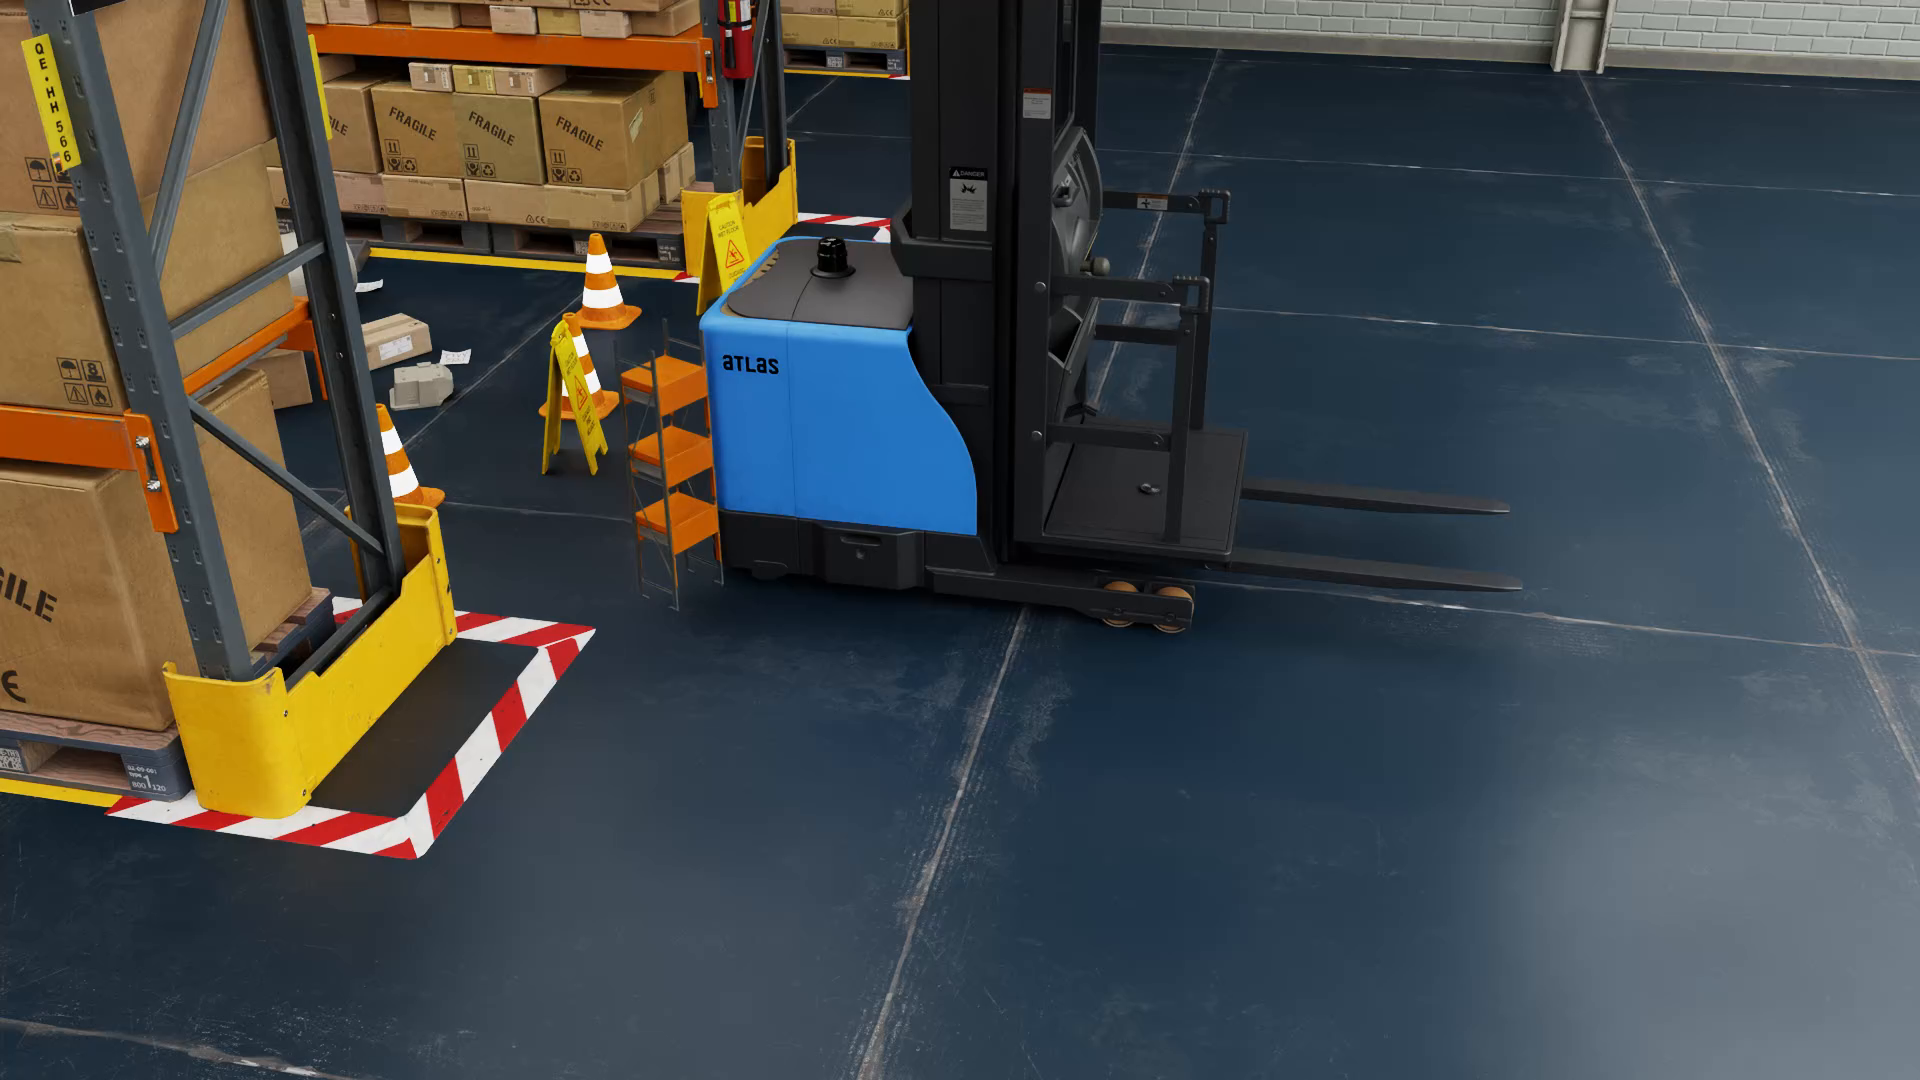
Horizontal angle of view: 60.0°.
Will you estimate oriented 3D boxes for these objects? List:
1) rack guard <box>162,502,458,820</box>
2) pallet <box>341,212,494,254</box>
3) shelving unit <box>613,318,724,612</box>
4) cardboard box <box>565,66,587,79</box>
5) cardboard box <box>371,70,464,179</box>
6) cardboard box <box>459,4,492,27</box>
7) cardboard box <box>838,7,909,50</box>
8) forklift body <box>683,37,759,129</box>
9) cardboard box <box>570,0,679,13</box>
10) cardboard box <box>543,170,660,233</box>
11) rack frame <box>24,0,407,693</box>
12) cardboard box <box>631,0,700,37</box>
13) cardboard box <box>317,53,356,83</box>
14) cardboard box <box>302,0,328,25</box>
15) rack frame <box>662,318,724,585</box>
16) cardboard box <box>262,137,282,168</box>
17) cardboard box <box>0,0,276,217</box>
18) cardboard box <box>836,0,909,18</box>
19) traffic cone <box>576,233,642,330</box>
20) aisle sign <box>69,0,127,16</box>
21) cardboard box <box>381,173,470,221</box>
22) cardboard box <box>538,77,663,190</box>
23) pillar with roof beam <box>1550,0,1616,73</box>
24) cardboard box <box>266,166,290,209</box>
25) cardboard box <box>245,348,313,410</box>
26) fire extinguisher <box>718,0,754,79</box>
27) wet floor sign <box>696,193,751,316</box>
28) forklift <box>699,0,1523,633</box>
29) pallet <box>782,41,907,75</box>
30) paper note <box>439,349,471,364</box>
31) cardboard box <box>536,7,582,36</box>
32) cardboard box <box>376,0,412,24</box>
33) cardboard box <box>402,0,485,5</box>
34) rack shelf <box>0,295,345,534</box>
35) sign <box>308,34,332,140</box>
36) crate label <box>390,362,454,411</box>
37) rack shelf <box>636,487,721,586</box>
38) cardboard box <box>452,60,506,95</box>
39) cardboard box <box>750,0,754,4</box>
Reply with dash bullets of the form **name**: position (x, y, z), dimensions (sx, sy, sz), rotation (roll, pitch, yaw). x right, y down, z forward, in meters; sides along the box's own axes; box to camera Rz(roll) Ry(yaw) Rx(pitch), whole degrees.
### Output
- **rack guard**: position (-2.126, 0.363, 5.567), dimensions (0.348, 0.500, 1.175), rotation (6, 29, 11)
- **pallet**: position (-3.265, -2.077, 10.323), dimensions (1.213, 0.211, 1.003), rotation (6, 29, 11)
- **shelving unit**: position (-1.069, -0.268, 6.146), dimensions (0.215, 1.050, 0.252), rotation (19, 34, 31)
- **cardboard box**: position (-2.481, -2.641, 10.096), dimensions (0.500, 0.500, 0.500), rotation (5, 29, 9)
- **cardboard box**: position (-3.056, -2.440, 9.729), dimensions (0.500, 0.500, 0.500), rotation (5, 29, 9)
- **cardboard box**: position (-2.621, -3.010, 9.386), dimensions (0.250, 0.149, 0.380), rotation (6, 29, 11)
- **cardboard box**: position (-0.707, -4.279, 13.868), dimensions (0.500, 0.250, 0.500), rotation (6, 29, 11)
- **forklift body**: position (-2.417, -4.363, 12.480), dimensions (1.214, 2.155, 2.313), rotation (6, 29, 11)
- **cardboard box**: position (-1.803, -3.170, 9.003), dimensions (0.500, 0.500, 0.500), rotation (5, 29, 10)
- **cardboard box**: position (-2.085, -2.006, 9.716), dimensions (0.500, 0.250, 0.500), rotation (6, 29, 10)
- **rack frame**: position (-2.149, -0.736, 4.971), dimensions (0.127, 3.000, 1.000), rotation (6, 29, 11)
- **cardboard box**: position (-1.625, -2.898, 9.181), dimensions (0.250, 0.149, 0.380), rotation (7, 29, 12)
- **cardboard box**: position (-3.729, -2.760, 9.638), dimensions (0.250, 0.149, 0.380), rotation (8, 30, 13)
- **cardboard box**: position (-3.636, -3.047, 9.453), dimensions (0.250, 0.149, 0.380), rotation (6, 29, 11)
- **rack frame**: position (-0.998, -0.315, 6.233), dimensions (0.200, 1.050, 0.008), rotation (19, 34, 31)
- **cardboard box**: position (-4.080, -2.545, 9.920), dimensions (0.500, 0.500, 0.500), rotation (7, 29, 13)
- **cardboard box**: position (-2.504, -1.331, 4.777), dimensions (0.550, 0.550, 0.875), rotation (6, 29, 11)
- **cardboard box**: position (-0.723, -4.502, 13.754), dimensions (0.500, 0.250, 0.500), rotation (5, 29, 10)
- **traffic cone**: position (-1.904, -1.395, 8.817), dimensions (0.334, 0.463, 0.336), rotation (6, 29, 11)
- **aisle sign**: position (-2.143, -1.728, 4.076), dimensions (0.004, 0.787, 0.394), rotation (6, 29, 11)
- **cardboard box**: position (-3.079, -2.109, 9.905), dimensions (0.500, 0.250, 0.500), rotation (5, 29, 9)
- **cardboard box**: position (-2.053, -2.336, 9.538), dimensions (0.500, 0.500, 0.500), rotation (6, 29, 11)
- **pillar with roof beam**: position (4.294, -5.903, 8.162), dimensions (0.400, 9.000, 9.100), rotation (6, 29, 11)
- **cardboard box**: position (-4.081, -2.216, 10.100), dimensions (0.500, 0.250, 0.500), rotation (8, 30, 13)
- **cardboard box**: position (-3.461, -0.963, 7.985), dimensions (0.637, 0.503, 0.797), rotation (-14, 32, -24)
- **fire extinguisher**: position (-1.199, -2.809, 8.838), dimensions (0.183, 0.674, 0.296), rotation (6, 29, 11)
- **wet floor sign**: position (-1.252, -1.516, 8.848), dimensions (0.232, 0.644, 0.267), rotation (17, 33, 28)
- **forklift**: position (0.609, -1.223, 5.932), dimensions (3.031, 2.935, 1.130), rotation (6, 29, 11)
- **pallet**: position (-0.938, -4.236, 14.268), dimensions (1.213, 0.211, 1.003), rotation (6, 29, 11)
- **paper note**: position (-2.555, -0.928, 8.414), dimensions (0.142, 0.019, 0.148), rotation (-4, 29, -7)
- **cardboard box**: position (-2.142, -2.907, 9.197), dimensions (0.250, 0.149, 0.380), rotation (5, 29, 10)
- **cardboard box**: position (-3.116, -3.060, 9.477), dimensions (0.250, 0.149, 0.380), rotation (6, 29, 11)
- **cardboard box**: position (-2.780, -3.274, 9.193), dimensions (0.500, 0.500, 0.500), rotation (6, 29, 10)
- **rack shelf**: position (-4.105, -0.621, 5.510), dimensions (4.000, 0.370, 1.077), rotation (6, 29, 11)
- **sign**: position (-2.028, -1.410, 5.219), dimensions (0.005, 0.325, 0.100), rotation (6, 29, 11)
- **crate label**: position (-2.586, -0.747, 7.971), dimensions (0.298, 0.136, 0.250), rotation (-9, 30, -16)
- **rack shelf**: position (-1.069, -0.015, 6.285), dimensions (0.215, 0.259, 0.240), rotation (19, 34, 31)
- **cardboard box**: position (-2.671, -2.652, 9.440), dimensions (0.250, 0.149, 0.380), rotation (6, 29, 11)
- **cardboard box**: position (-1.720, -4.599, 13.932), dimensions (0.500, 0.250, 0.500), rotation (5, 29, 9)
